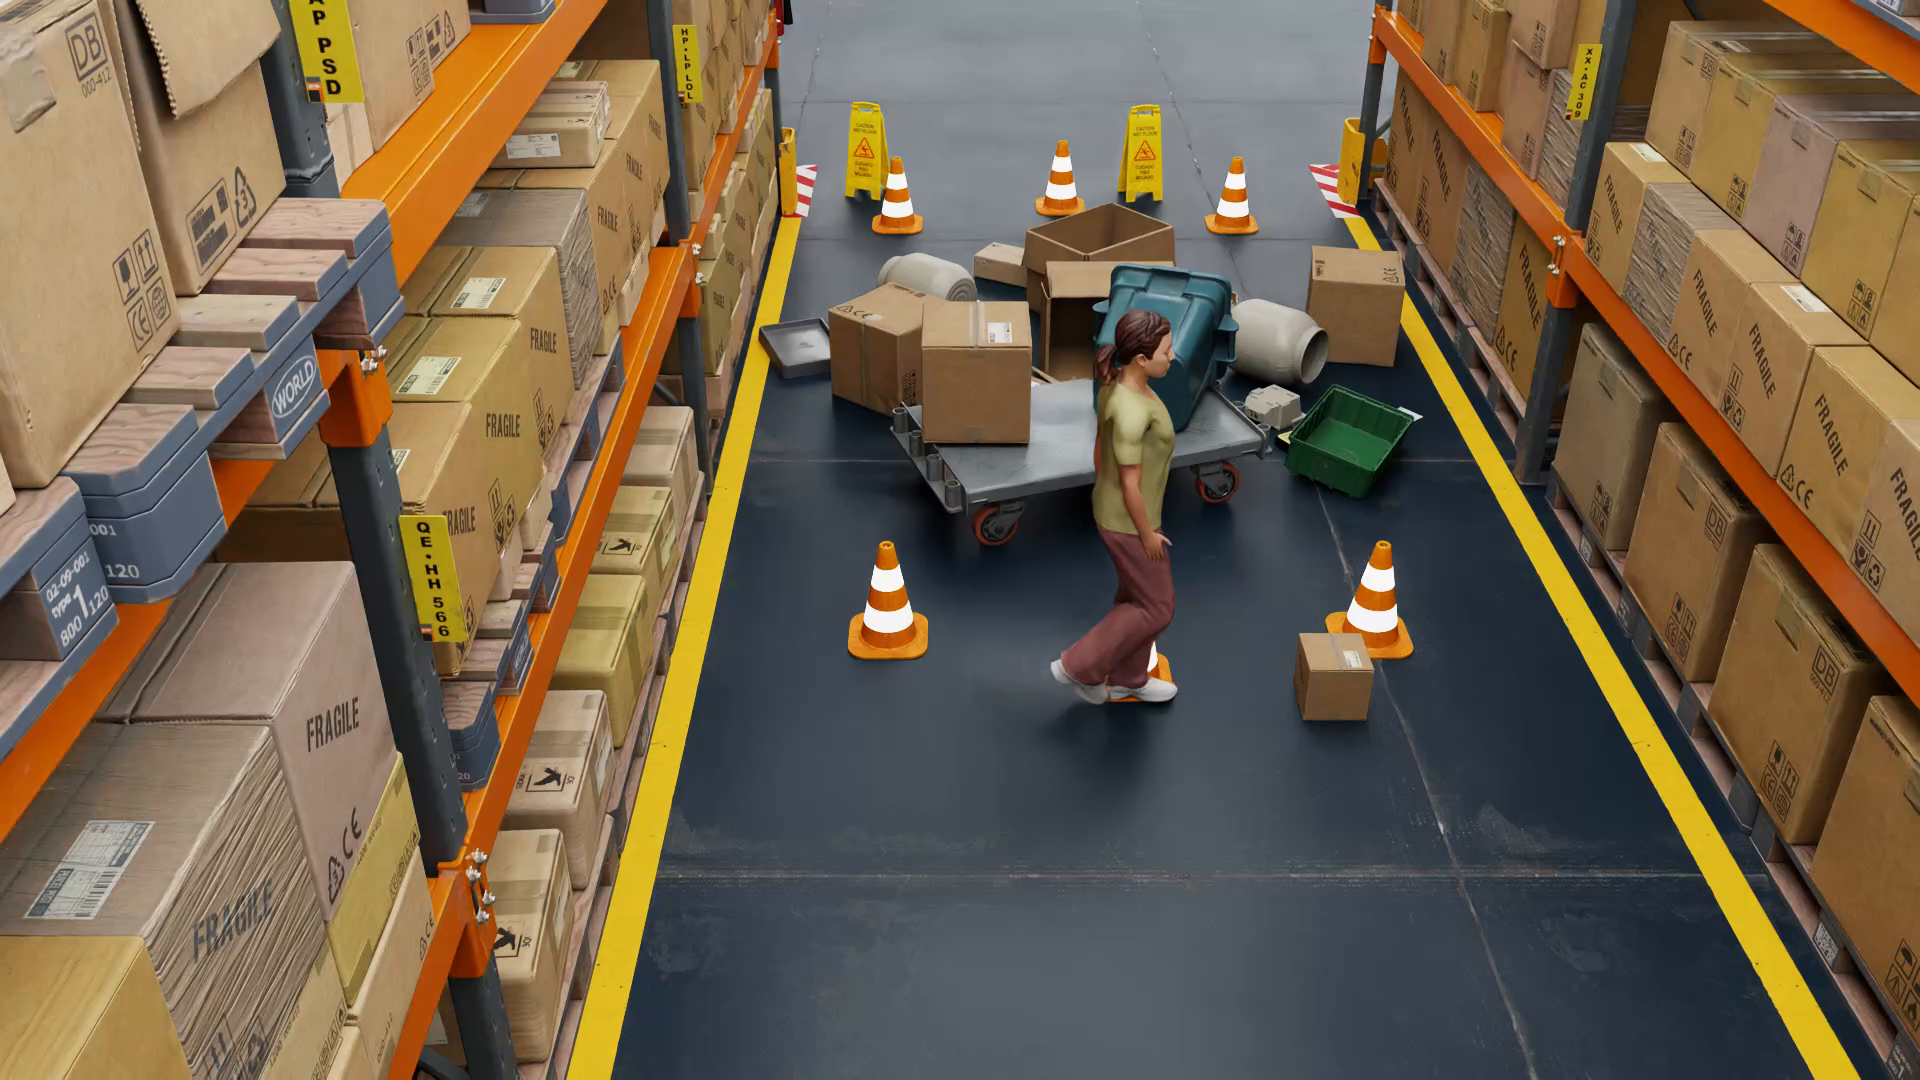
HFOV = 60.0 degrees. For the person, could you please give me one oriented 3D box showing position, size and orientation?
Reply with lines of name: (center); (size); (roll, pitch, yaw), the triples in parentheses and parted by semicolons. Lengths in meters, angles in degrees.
person: (0.611, -0.093, 6.263); (0.517, 1.665, 0.459); (0, 32, -1)
